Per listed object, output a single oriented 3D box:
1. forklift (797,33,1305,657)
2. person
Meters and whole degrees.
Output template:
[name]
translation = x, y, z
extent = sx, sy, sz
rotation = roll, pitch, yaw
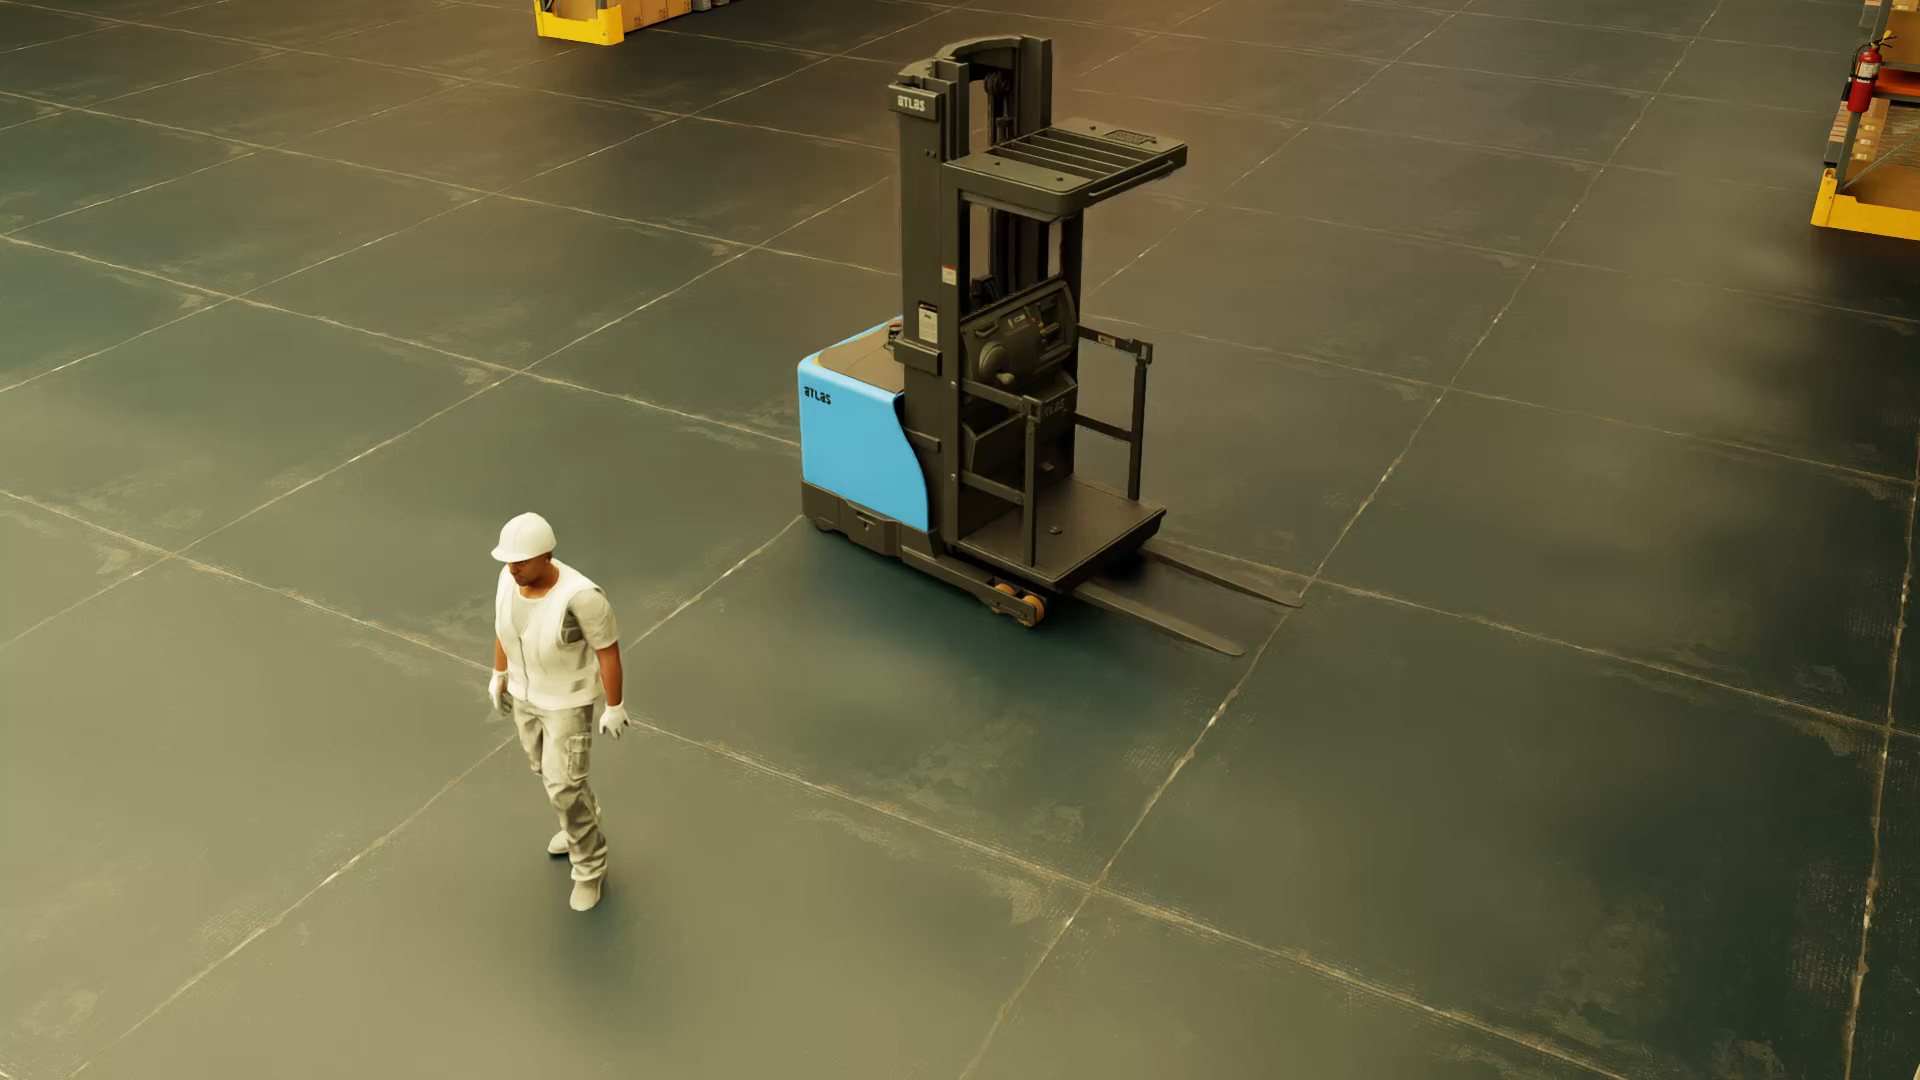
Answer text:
[forklift]
translation = 0.489, -1.093, 8.965
extent = 3.031, 2.935, 1.130
rotation = 23, 37, 34
[person]
translation = -1.752, 0.705, 7.081
extent = 0.655, 1.823, 0.530
rotation = 18, 35, 28
